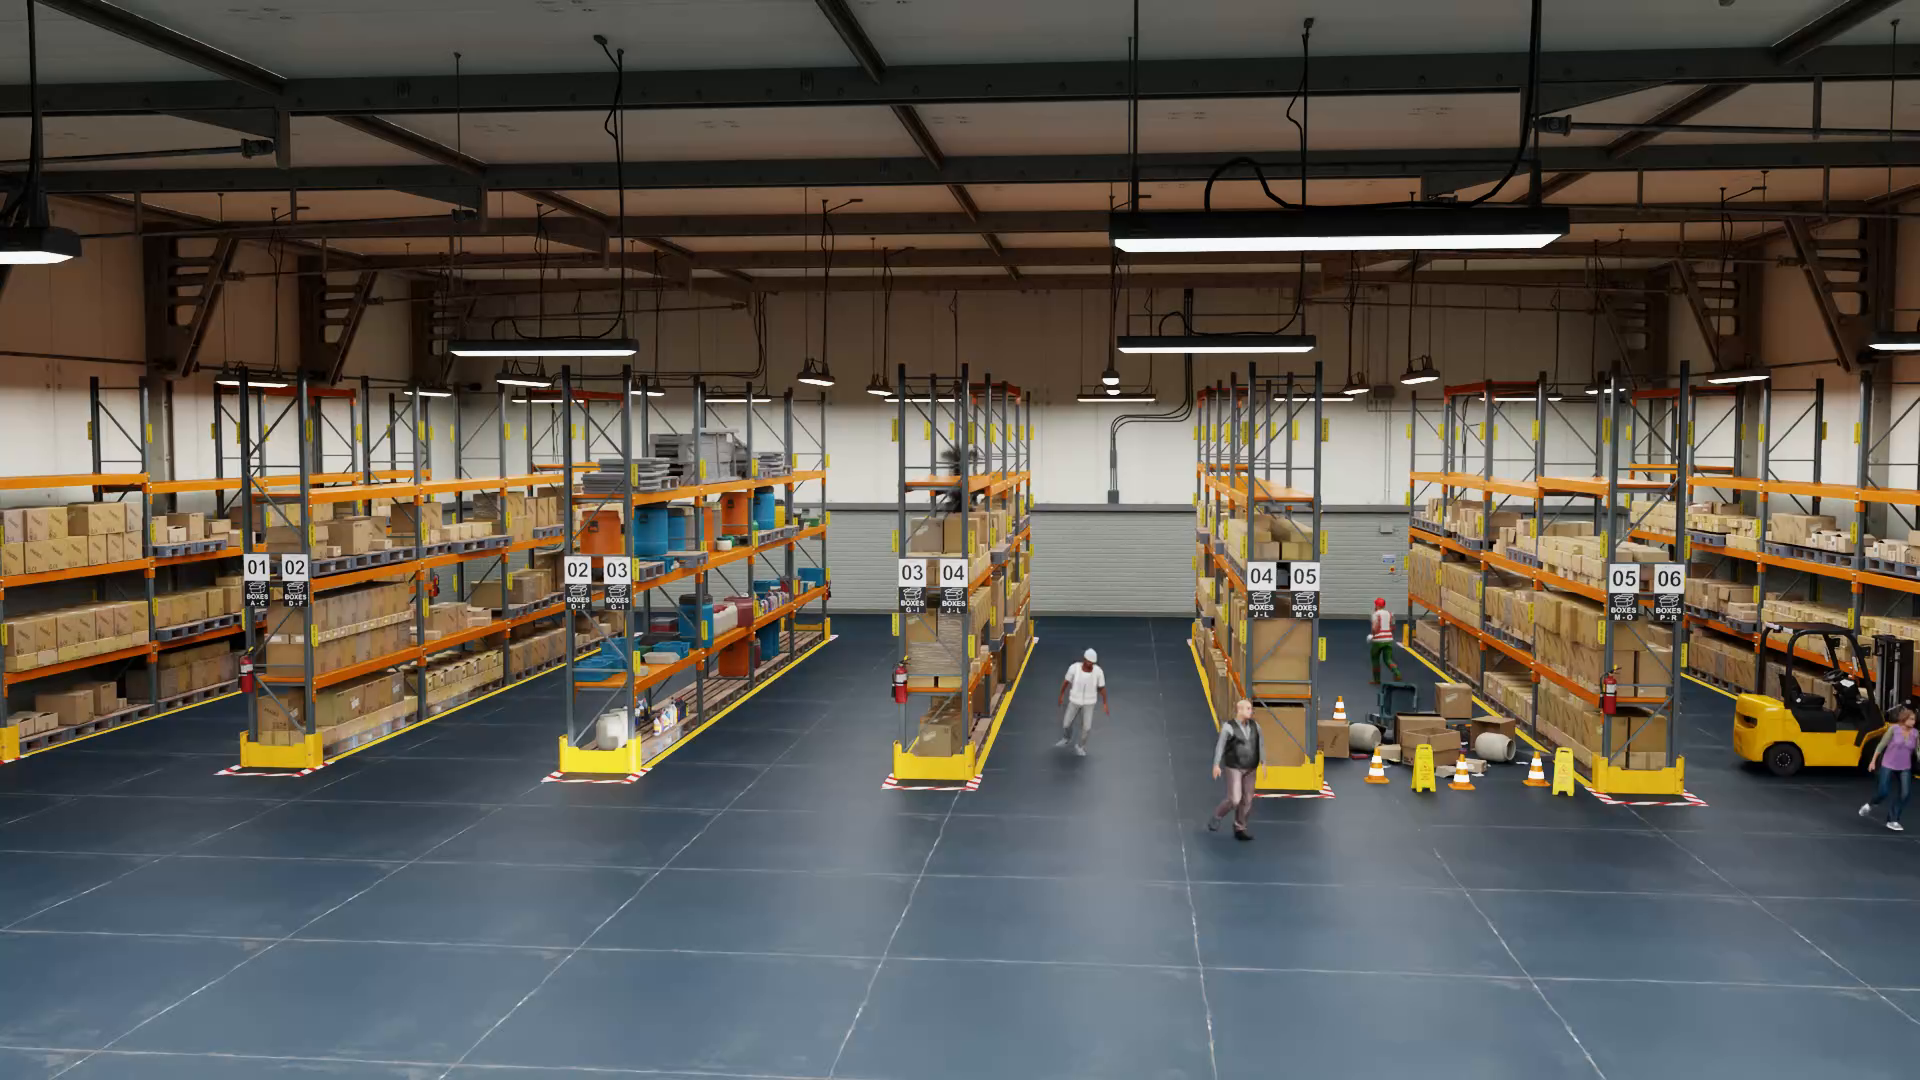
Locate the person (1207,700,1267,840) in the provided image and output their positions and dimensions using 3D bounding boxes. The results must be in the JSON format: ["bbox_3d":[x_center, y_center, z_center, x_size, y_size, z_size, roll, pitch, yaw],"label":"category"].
[{"bbox_3d":[3.419,2.822,20.520,0.643,1.716,0.571,-2,4,-23],"label":"person"}]

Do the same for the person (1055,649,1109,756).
[{"bbox_3d":[1.888,2.497,25.744,0.832,1.681,0.699,0,4,3],"label":"person"}]

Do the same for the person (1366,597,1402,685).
[{"bbox_3d":[8.392,2.025,32.823,0.672,1.750,0.917,-1,4,-19],"label":"person"}]

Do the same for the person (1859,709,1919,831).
[{"bbox_3d":[11.829,2.875,21.093,0.597,1.542,0.616,0,4,4],"label":"person"}]
